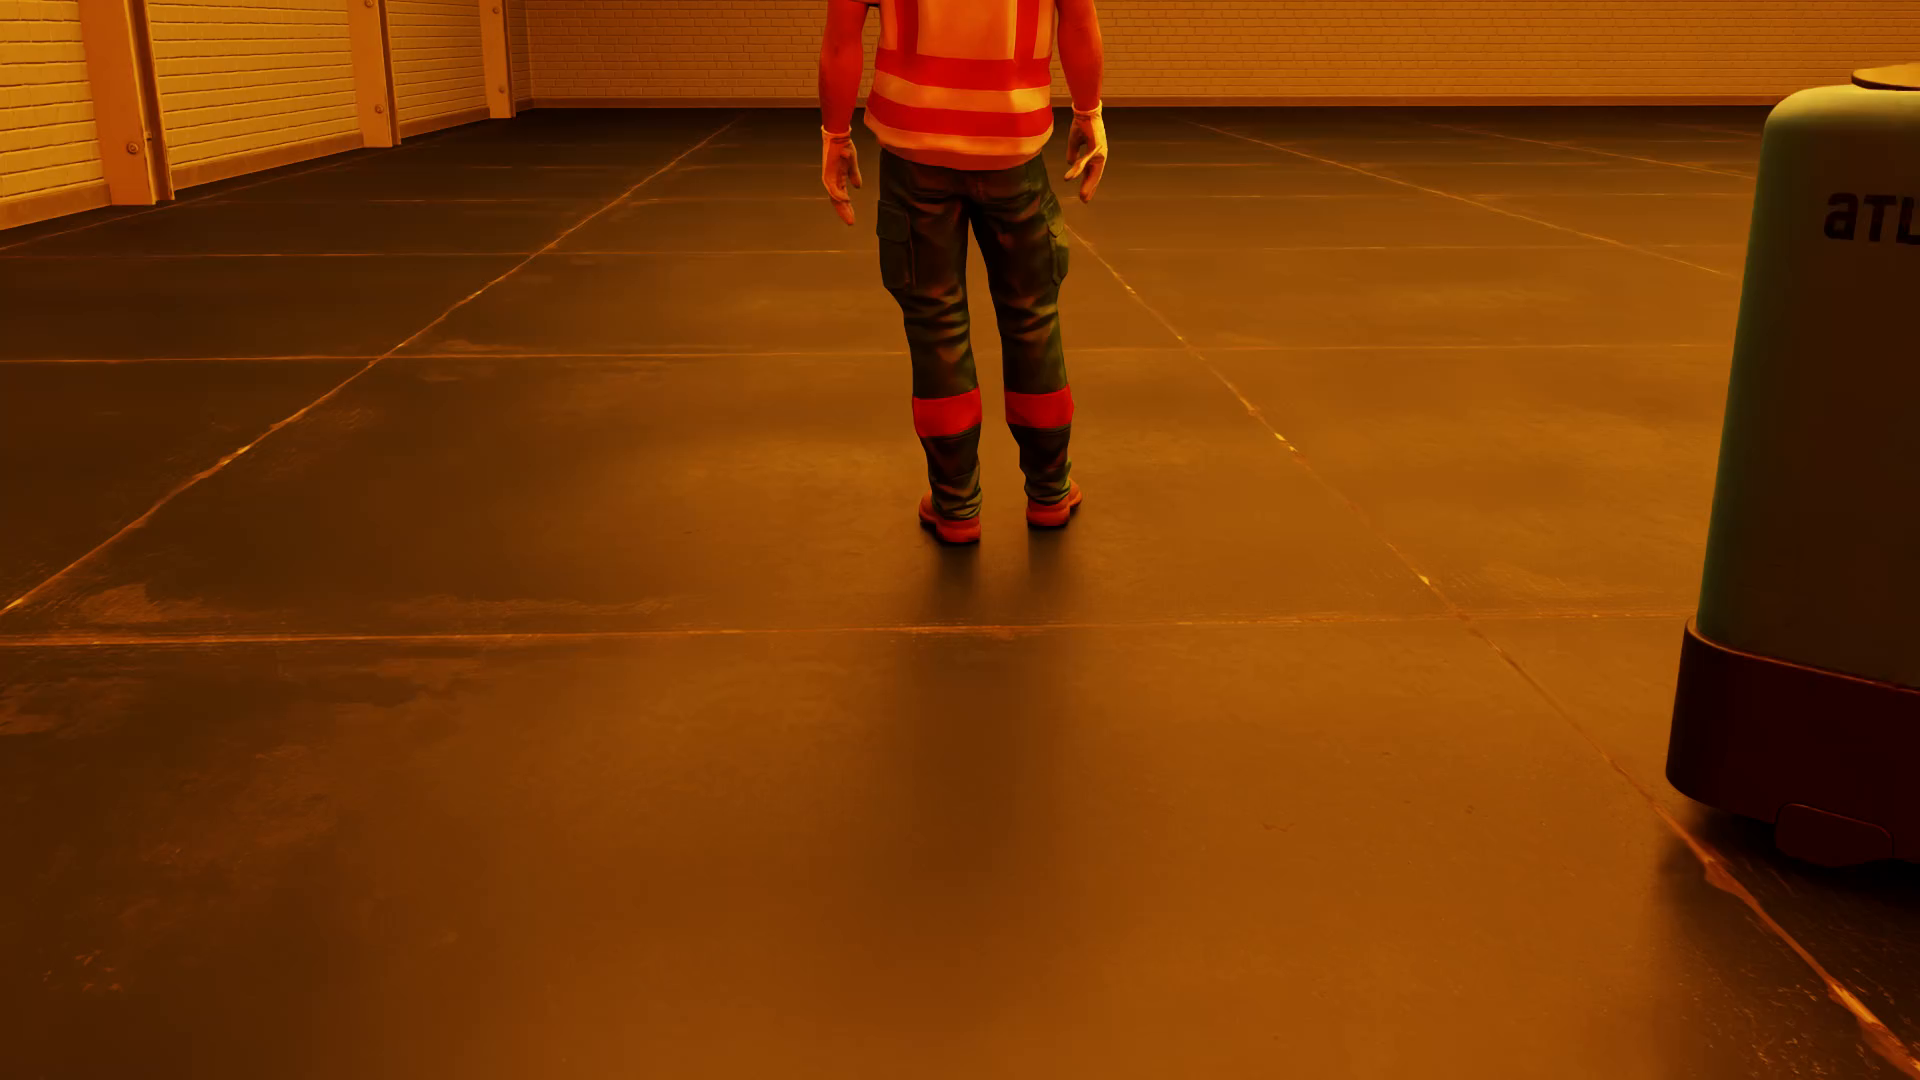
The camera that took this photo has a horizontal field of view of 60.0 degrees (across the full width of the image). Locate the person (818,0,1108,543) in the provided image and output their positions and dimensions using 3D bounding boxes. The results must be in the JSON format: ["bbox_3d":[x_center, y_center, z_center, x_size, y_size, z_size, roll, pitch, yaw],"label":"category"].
[{"bbox_3d":[0.009,-0.886,3.731,0.637,1.787,0.564,-1,17,-3],"label":"person"}]

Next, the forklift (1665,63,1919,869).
[{"bbox_3d":[2.507,-0.792,1.497,3.031,2.935,1.130,14,22,38],"label":"forklift"}]
